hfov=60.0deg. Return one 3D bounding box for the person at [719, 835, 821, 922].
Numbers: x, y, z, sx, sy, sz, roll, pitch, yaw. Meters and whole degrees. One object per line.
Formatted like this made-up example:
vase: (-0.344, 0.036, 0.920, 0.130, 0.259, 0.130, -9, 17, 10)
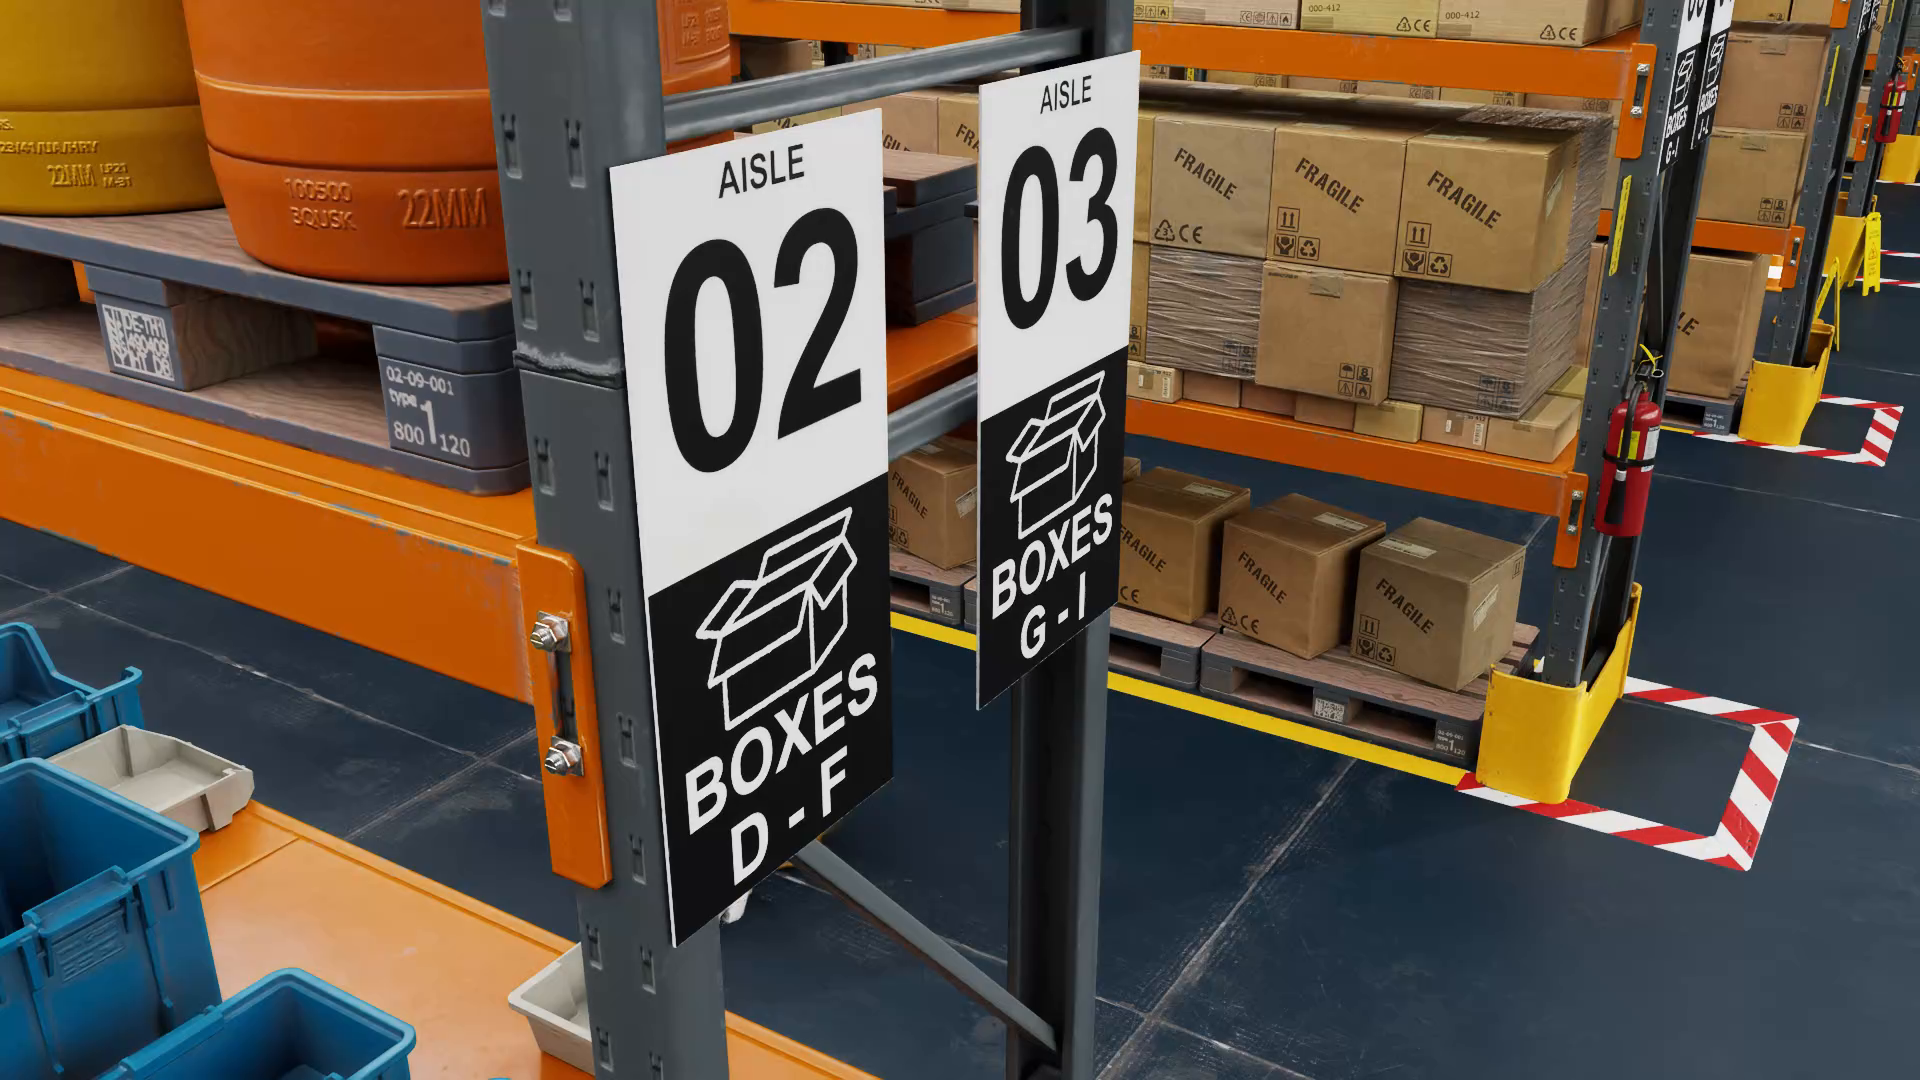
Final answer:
person: (-0.759, 0.810, 5.942, 0.520, 0.832, 0.966, 13, 26, 28)
